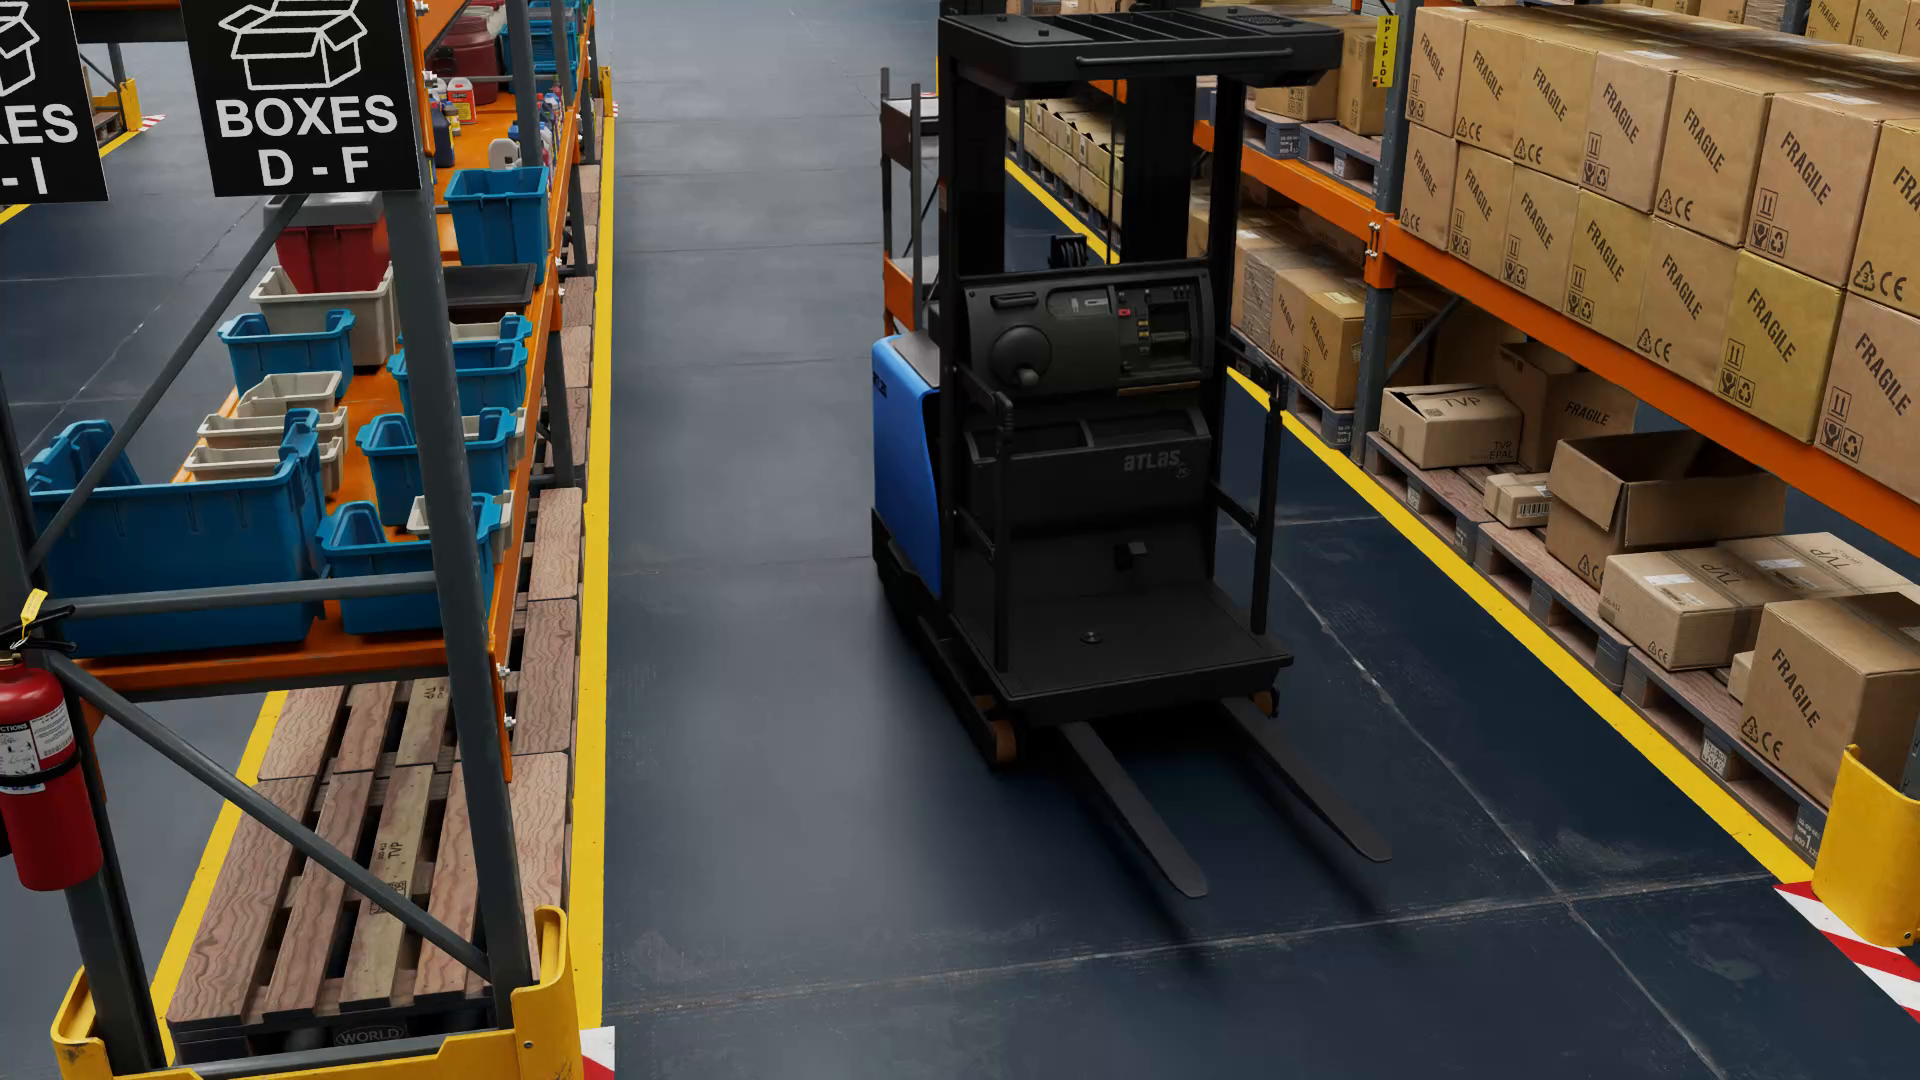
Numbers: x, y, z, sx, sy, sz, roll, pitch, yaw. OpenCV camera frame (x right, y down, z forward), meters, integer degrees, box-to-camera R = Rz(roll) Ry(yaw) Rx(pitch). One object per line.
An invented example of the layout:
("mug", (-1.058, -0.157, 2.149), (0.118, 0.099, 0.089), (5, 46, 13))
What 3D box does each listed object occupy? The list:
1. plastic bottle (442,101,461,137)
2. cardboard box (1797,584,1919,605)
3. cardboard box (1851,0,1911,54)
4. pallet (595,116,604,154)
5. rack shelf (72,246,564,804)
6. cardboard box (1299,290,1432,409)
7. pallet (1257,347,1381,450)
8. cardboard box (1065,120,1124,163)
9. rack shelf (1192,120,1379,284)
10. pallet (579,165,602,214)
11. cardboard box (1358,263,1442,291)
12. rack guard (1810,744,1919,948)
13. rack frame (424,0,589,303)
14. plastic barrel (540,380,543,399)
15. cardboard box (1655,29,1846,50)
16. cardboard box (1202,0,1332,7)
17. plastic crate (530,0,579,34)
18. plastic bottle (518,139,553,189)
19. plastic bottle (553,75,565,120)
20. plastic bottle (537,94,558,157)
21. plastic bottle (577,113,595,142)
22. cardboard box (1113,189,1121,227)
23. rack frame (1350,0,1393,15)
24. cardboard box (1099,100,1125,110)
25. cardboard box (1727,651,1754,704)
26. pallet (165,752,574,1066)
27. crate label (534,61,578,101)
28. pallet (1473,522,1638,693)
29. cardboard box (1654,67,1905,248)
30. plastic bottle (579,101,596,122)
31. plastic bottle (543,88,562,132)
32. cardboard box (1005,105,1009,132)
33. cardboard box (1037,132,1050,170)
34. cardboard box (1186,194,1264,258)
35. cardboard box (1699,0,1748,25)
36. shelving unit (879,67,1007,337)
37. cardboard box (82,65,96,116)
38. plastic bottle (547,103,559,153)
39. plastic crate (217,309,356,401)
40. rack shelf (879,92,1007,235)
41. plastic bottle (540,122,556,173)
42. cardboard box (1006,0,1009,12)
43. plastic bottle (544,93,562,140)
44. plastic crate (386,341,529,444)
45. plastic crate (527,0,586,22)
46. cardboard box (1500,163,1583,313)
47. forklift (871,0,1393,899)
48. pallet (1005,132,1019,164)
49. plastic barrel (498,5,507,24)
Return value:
("plastic bottle", (-3.098, -2.565, 10.123), (0.097, 0.201, 0.097), (0, 24, 0))
("cardboard box", (3.368, 0.393, 5.988), (0.500, 0.250, 0.500), (-4, 24, -10))
("cardboard box", (6.597, -3.523, 11.548), (0.500, 0.500, 0.500), (-4, 24, -8))
("pallet", (-4.117, -4.059, 16.780), (1.003, 0.211, 1.213), (-4, 24, -10))
("rack shelf", (-1.956, -0.326, 5.647), (1.077, 0.370, 4.000), (-4, 24, -10))
("cardboard box", (2.170, -1.036, 8.949), (0.500, 0.500, 0.500), (-4, 24, -10))
("pallet", (2.355, -0.847, 9.425), (1.003, 0.211, 1.213), (-4, 24, -10))
("cardboard box", (1.181, -3.358, 13.901), (0.500, 0.311, 0.500), (-4, 24, -8))
("rack shelf", (2.173, -2.264, 10.086), (1.077, 0.370, 4.000), (-4, 24, -10))
("pallet", (-3.622, -3.005, 14.367), (1.003, 0.211, 1.213), (-4, 24, -10))
("cardboard box", (2.583, -1.281, 9.508), (0.500, 0.500, 0.500), (-4, 24, -9))
("rack guard", (3.269, 0.882, 5.107), (1.175, 0.500, 0.348), (-4, 24, -10))
("rack frame", (-3.065, -3.016, 10.907), (1.000, 3.000, 0.127), (-4, 24, -10))
("plastic barrel", (-2.540, -1.167, 8.771), (0.600, 0.901, 0.708), (-4, 24, -10))
("cardboard box", (3.081, -1.732, 6.594), (0.500, 0.500, 0.500), (-4, 24, -9))
("cardboard box", (2.031, -3.380, 11.091), (0.700, 0.500, 0.500), (-13, 27, -27))
("plastic crate", (-3.415, -4.450, 14.112), (0.402, 0.464, 0.583), (-4, 24, -10))
("plastic bottle", (-2.208, -1.960, 8.645), (0.152, 0.276, 0.135), (-4, 24, -10))
("plastic bottle", (-2.571, -2.835, 10.638), (0.061, 0.283, 0.133), (-4, 24, -10))
("plastic bottle", (-2.371, -2.350, 9.445), (0.144, 0.351, 0.185), (-4, 24, -10))
("plastic bottle", (-3.546, -3.925, 15.749), (0.144, 0.351, 0.185), (-4, 24, -8))
("cardboard box", (1.466, -2.502, 12.642), (0.500, 0.250, 0.500), (-4, 24, -8))
("rack frame", (5.192, -6.896, 19.791), (1.000, 3.000, 0.127), (-4, 24, -10))
("cardboard box", (1.523, -3.801, 14.916), (0.500, 0.311, 0.500), (-4, 24, -8))
("cardboard box", (2.954, 0.501, 5.845), (0.380, 0.166, 0.250), (-4, 24, -10))
("pallet", (-1.700, 1.082, 5.009), (1.003, 0.211, 1.213), (-4, 24, -10))
("crate label", (-2.775, -3.132, 11.383), (0.303, 0.233, 0.416), (-4, 24, -10))
("pallet", (2.898, 0.222, 6.979), (1.003, 0.211, 1.213), (-4, 24, -10))
("cardboard box", (2.735, -1.295, 5.593), (0.500, 0.500, 0.500), (-4, 24, -8))
("plastic bottle", (-3.729, -4.270, 16.633), (0.152, 0.276, 0.135), (-5, 24, -11))
("plastic bottle", (-2.489, -2.615, 10.150), (0.097, 0.271, 0.097), (0, 24, 0))
("cardboard box", (0.680, -4.250, 16.644), (0.500, 0.250, 0.500), (-4, 24, -10))
("cardboard box", (0.988, -3.508, 14.946), (0.500, 0.250, 0.500), (-4, 24, -8))
("cardboard box", (1.709, -2.031, 11.226), (0.500, 0.500, 0.500), (-5, 24, -12))
("cardboard box", (6.444, -4.398, 13.398), (0.700, 0.500, 0.500), (-7, 24, -15))
("shelving unit", (-0.078, -1.008, 7.435), (0.431, 2.100, 0.503), (-7, 25, -16))
("cardboard box", (-9.313, -4.596, 17.123), (0.500, 0.500, 0.500), (0, 24, 0))
("plastic bottle", (-2.360, -2.385, 9.609), (0.061, 0.283, 0.133), (-4, 24, -10))
("plastic crate", (-2.218, -0.608, 5.530), (0.416, 0.233, 0.300), (-4, 24, -10))
("rack shelf", (-0.078, -1.637, 7.161), (0.431, 0.518, 0.480), (-7, 25, -16))
("plastic bottle", (-2.263, -2.135, 9.051), (0.097, 0.271, 0.097), (0, 24, 0))
("cardboard box", (0.783, -5.579, 16.650), (0.700, 0.500, 0.500), (-4, 24, -9))
("plastic bottle", (-2.453, -2.538, 9.975), (0.097, 0.271, 0.097), (0, 24, 0))
("plastic crate", (-1.552, -0.459, 5.188), (0.416, 0.233, 0.300), (-4, 24, -10))
("plastic crate", (-3.777, -4.776, 15.015), (0.767, 0.338, 0.504), (-4, 24, -10))
("cardboard box", (2.558, -1.234, 6.704), (0.500, 0.500, 0.500), (-4, 24, -10))
("forklift", (0.535, -0.720, 5.736), (1.130, 2.935, 3.031), (-7, 25, -16))
("pallet", (0.958, -3.992, 16.627), (1.003, 0.211, 1.213), (-4, 24, -10))
("plastic barrel", (-3.708, -3.970, 12.923), (0.433, 0.535, 0.433), (0, 24, 0))
